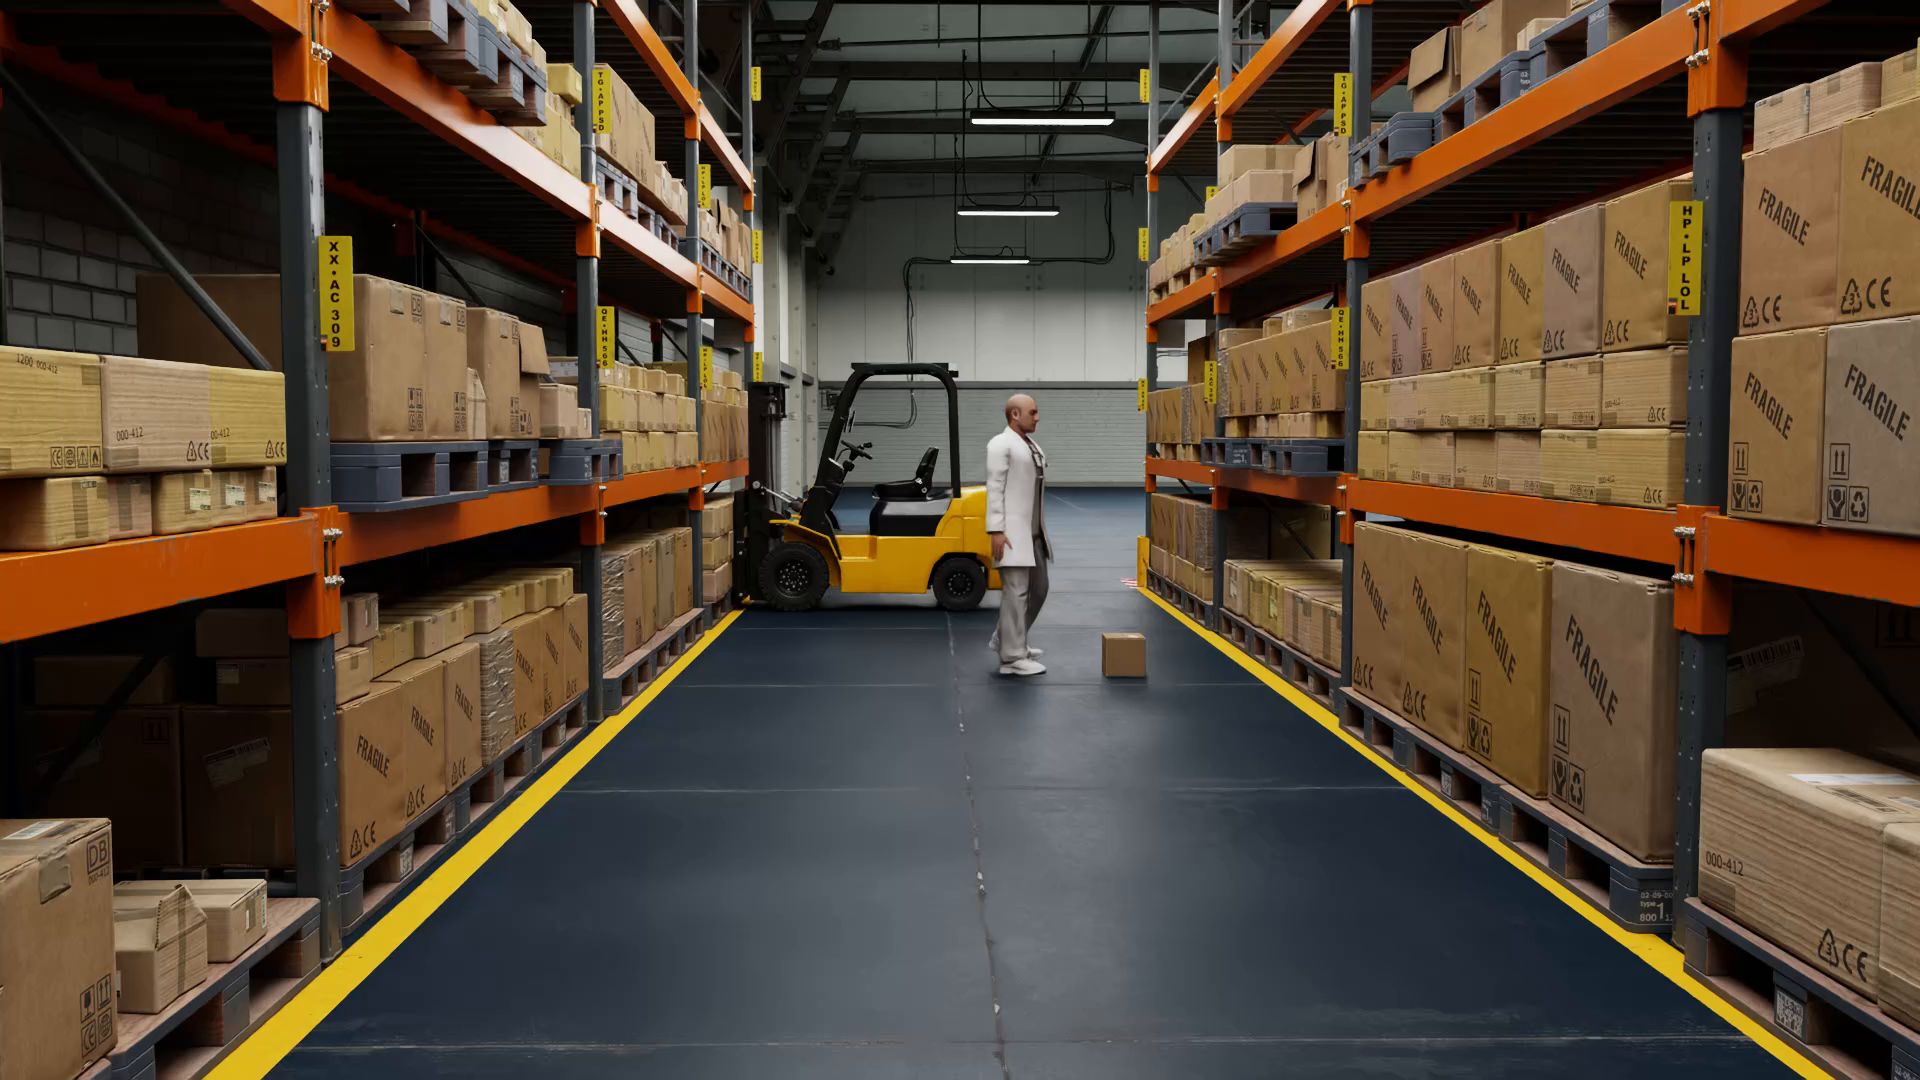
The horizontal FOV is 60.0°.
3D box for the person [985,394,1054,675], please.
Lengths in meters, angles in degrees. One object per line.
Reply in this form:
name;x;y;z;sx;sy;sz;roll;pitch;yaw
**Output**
person;0.376;-0.045;10.677;0.660;1.775;0.691;2;4;31
